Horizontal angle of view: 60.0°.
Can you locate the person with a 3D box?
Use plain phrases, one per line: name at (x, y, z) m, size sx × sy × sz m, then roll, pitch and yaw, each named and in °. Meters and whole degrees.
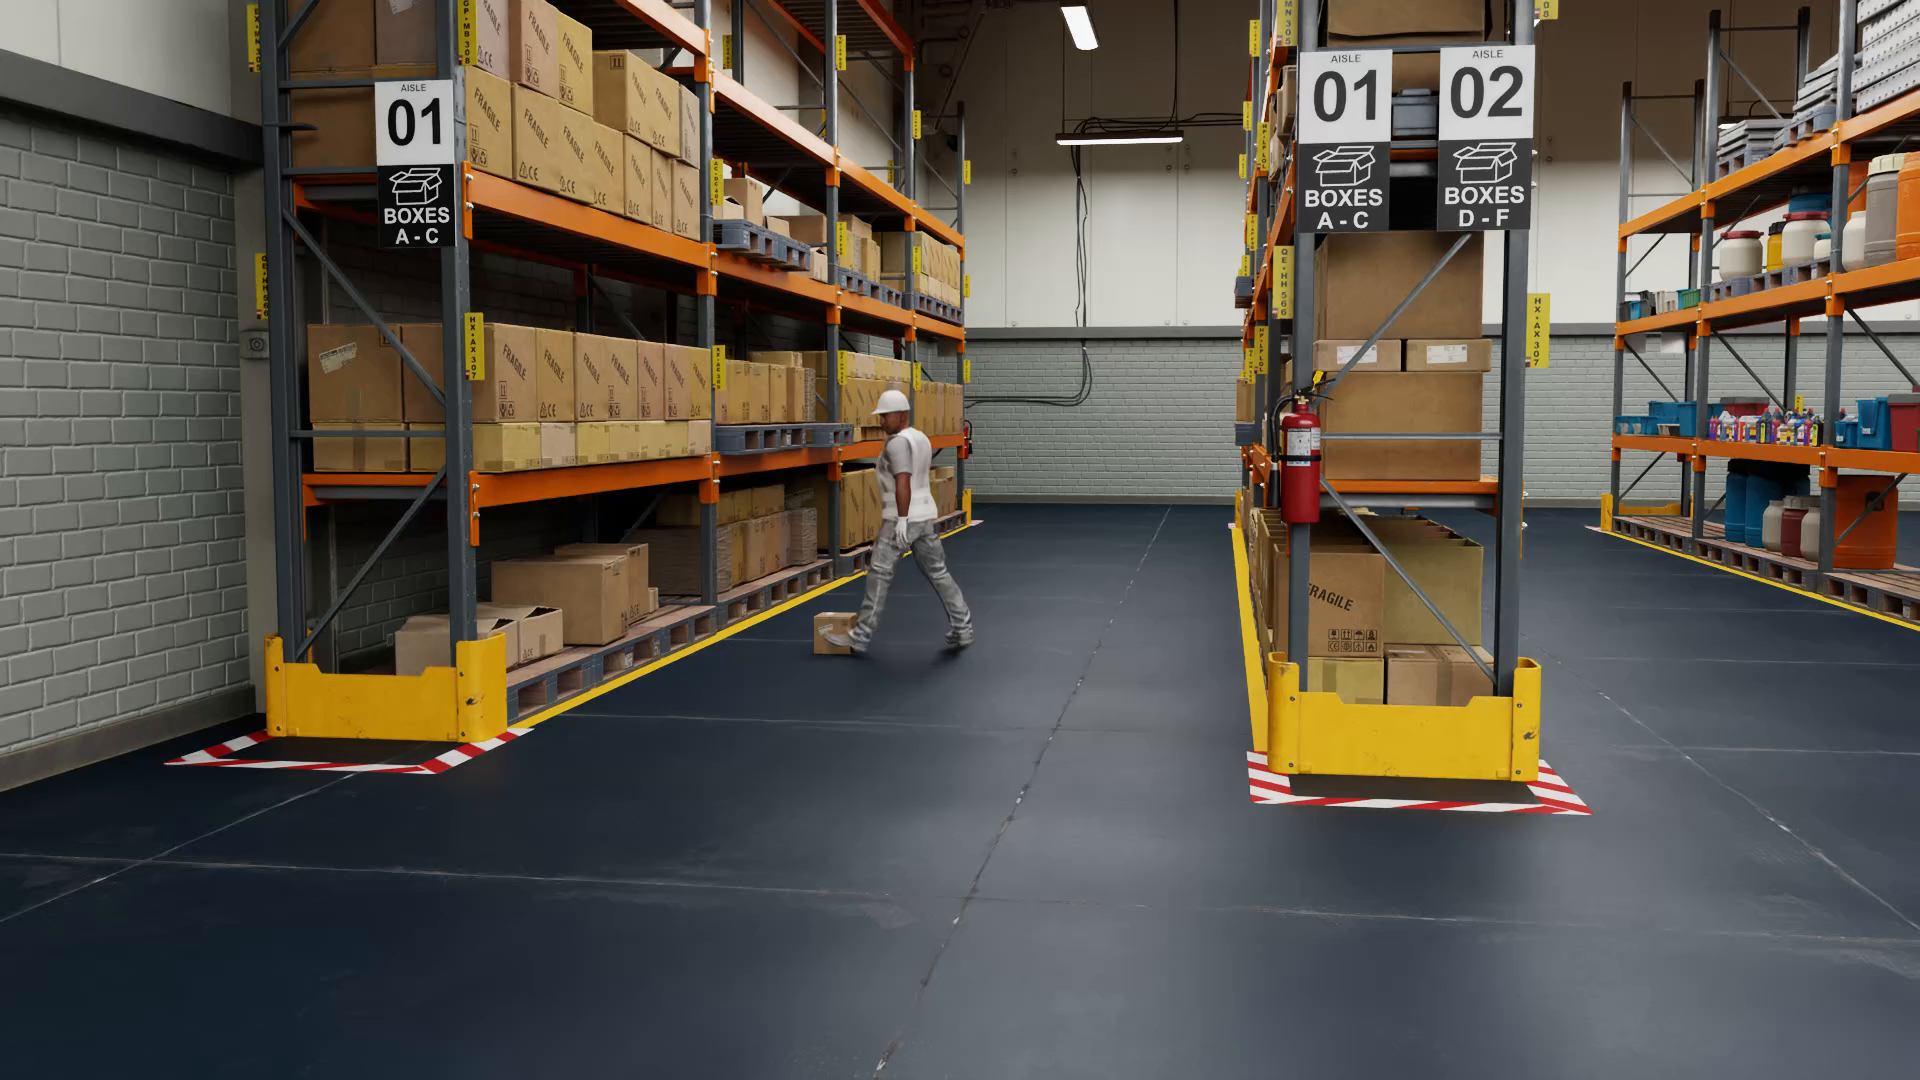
person at (-0.378, -0.123, 11.166) m, size 0.925 × 1.754 × 0.667 m, roll 2°, pitch 5°, yaw 23°
